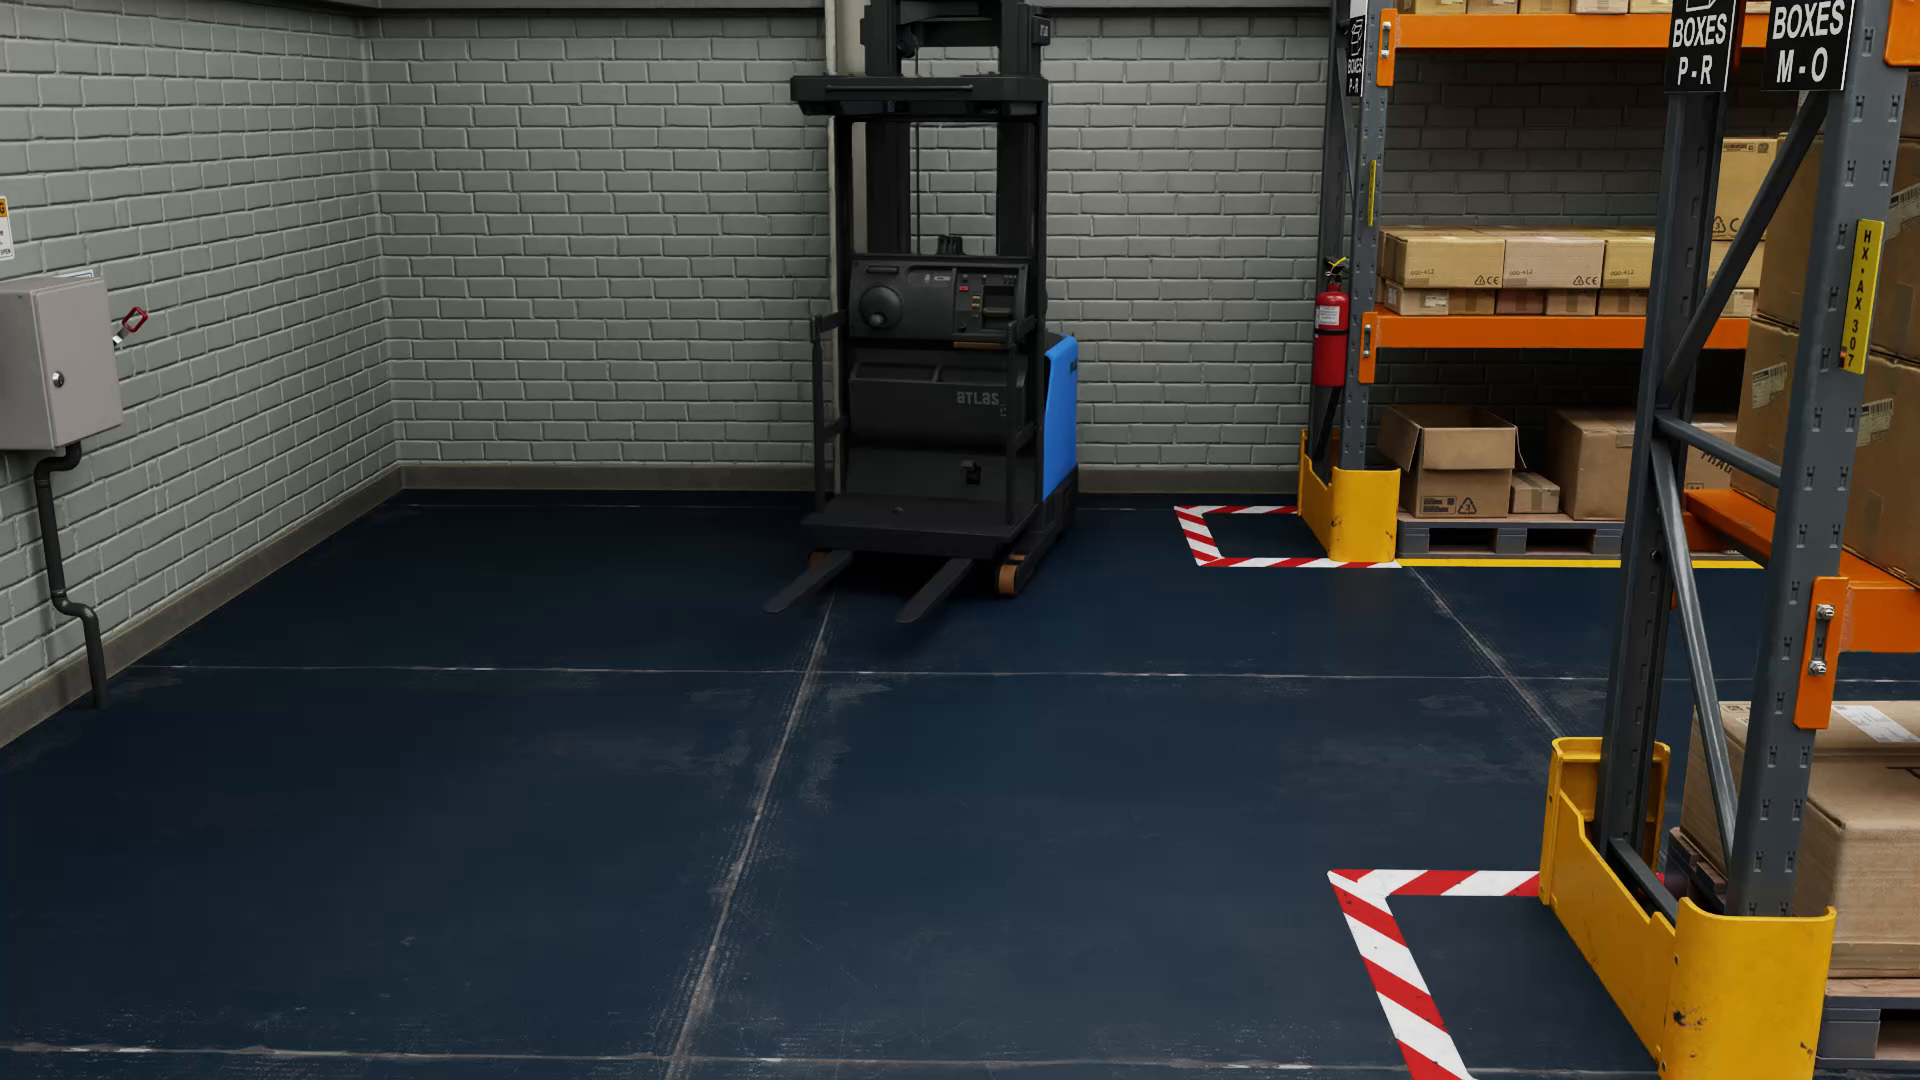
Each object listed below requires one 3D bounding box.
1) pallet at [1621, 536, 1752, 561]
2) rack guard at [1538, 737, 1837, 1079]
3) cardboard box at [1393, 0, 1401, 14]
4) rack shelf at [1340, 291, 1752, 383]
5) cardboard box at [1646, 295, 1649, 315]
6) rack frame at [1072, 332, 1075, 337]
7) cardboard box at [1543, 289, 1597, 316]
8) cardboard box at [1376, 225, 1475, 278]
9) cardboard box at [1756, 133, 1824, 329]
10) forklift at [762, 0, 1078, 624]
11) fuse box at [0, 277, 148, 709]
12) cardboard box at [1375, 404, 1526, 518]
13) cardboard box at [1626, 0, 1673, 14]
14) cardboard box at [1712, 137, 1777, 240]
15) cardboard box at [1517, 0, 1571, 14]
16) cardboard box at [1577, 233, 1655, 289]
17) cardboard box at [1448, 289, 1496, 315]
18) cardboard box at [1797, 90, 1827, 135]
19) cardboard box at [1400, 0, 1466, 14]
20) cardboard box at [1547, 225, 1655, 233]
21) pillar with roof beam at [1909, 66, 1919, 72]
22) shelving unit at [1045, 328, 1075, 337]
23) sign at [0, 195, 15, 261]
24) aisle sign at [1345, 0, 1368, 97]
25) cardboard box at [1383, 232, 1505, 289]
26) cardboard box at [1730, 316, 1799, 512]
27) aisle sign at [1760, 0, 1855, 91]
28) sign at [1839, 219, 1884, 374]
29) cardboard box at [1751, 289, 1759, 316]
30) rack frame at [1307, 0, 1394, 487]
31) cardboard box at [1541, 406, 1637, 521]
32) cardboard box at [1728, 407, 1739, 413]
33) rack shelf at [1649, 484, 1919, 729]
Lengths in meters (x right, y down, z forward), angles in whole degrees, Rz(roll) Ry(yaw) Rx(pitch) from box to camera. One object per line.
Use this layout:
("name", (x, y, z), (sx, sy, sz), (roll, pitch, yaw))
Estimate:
("pallet", (4.189, -0.116, 9.367), (1.213, 0.211, 1.003), (0, 15, 1))
("rack guard", (1.952, 0.996, 4.586), (0.348, 0.500, 1.175), (0, 15, 1))
("cardboard box", (2.425, -2.865, 8.930), (0.250, 0.149, 0.380), (1, 15, 3))
("rack shelf", (4.099, -1.118, 9.107), (4.000, 0.370, 1.077), (0, 15, 1))
("cardboard box", (3.707, -1.264, 8.744), (0.250, 0.149, 0.380), (0, 15, 0))
("rack frame", (0.584, -0.716, 9.977), (0.200, 1.050, 0.008), (-8, 17, -36))
("cardboard box", (3.191, -1.285, 8.824), (0.250, 0.149, 0.380), (1, 15, 3))
("cardboard box", (2.566, -1.615, 9.291), (0.500, 0.250, 0.500), (1, 15, 3))
("cardboard box", (2.464, -0.802, 4.345), (0.500, 0.500, 0.500), (1, 15, 3))
("forklift", (-0.165, -1.241, 8.299), (1.130, 2.935, 3.031), (4, 15, 14))
("fuse box", (-3.462, -0.155, 6.575), (0.414, 1.711, 0.539), (0, 15, 1))
("cardboard box", (2.708, -0.447, 9.223), (0.637, 0.503, 0.797), (0, 15, -1))
("cardboard box", (3.439, -2.717, 8.373), (0.250, 0.149, 0.380), (0, 15, 1))
("cardboard box", (4.045, -1.831, 8.642), (0.500, 0.500, 0.500), (1, 15, 3))
("cardboard box", (2.931, -2.745, 8.478), (0.250, 0.149, 0.380), (0, 15, 2))
("cardboard box", (3.557, -1.473, 8.753), (0.500, 0.250, 0.500), (0, 15, 0))
("cardboard box", (2.676, -1.295, 8.862), (0.250, 0.149, 0.380), (1, 15, 3))
("cardboard box", (2.340, -1.107, 4.228), (0.250, 0.149, 0.380), (1, 15, 2))
("cardboard box", (2.412, -2.746, 8.481), (0.250, 0.149, 0.380), (1, 15, 3))
("cardboard box", (3.576, -1.607, 9.260), (0.500, 0.250, 0.500), (1, 15, 3))
("pillar with roof beam", (5.315, -3.490, 4.928), (0.400, 9.000, 9.100), (0, 15, 1))
("shelving unit", (0.511, -0.741, 10.071), (0.215, 1.050, 0.252), (-8, 17, -36))
("sign", (-3.670, -1.165, 6.257), (0.001, 0.242, 0.339), (0, 15, 1))
("aisle sign", (2.023, -2.661, 8.451), (0.004, 0.787, 0.394), (0, 15, 1))
("cardboard box", (2.546, -1.478, 8.774), (0.500, 0.250, 0.500), (0, 15, 2))
("cardboard box", (2.465, -0.326, 4.498), (0.500, 0.500, 0.500), (0, 15, 2))
("aisle sign", (1.897, -1.396, 3.657), (0.004, 0.787, 0.394), (0, 15, 1))
("sign", (1.956, -0.528, 3.610), (0.005, 0.325, 0.100), (0, 15, 1))
("cardboard box", (4.231, -1.283, 8.817), (0.250, 0.149, 0.380), (0, 15, 1))
("rack frame", (2.099, -1.479, 9.065), (0.127, 3.000, 1.000), (0, 15, 1))
("cardboard box", (3.562, -0.429, 9.165), (0.500, 0.500, 0.700), (1, 15, 4))
("cardboard box", (4.599, -0.423, 9.139), (0.500, 0.500, 0.700), (0, 15, -1))
("rack shelf", (3.975, 0.148, 4.309), (4.000, 0.370, 1.077), (0, 15, 1))
